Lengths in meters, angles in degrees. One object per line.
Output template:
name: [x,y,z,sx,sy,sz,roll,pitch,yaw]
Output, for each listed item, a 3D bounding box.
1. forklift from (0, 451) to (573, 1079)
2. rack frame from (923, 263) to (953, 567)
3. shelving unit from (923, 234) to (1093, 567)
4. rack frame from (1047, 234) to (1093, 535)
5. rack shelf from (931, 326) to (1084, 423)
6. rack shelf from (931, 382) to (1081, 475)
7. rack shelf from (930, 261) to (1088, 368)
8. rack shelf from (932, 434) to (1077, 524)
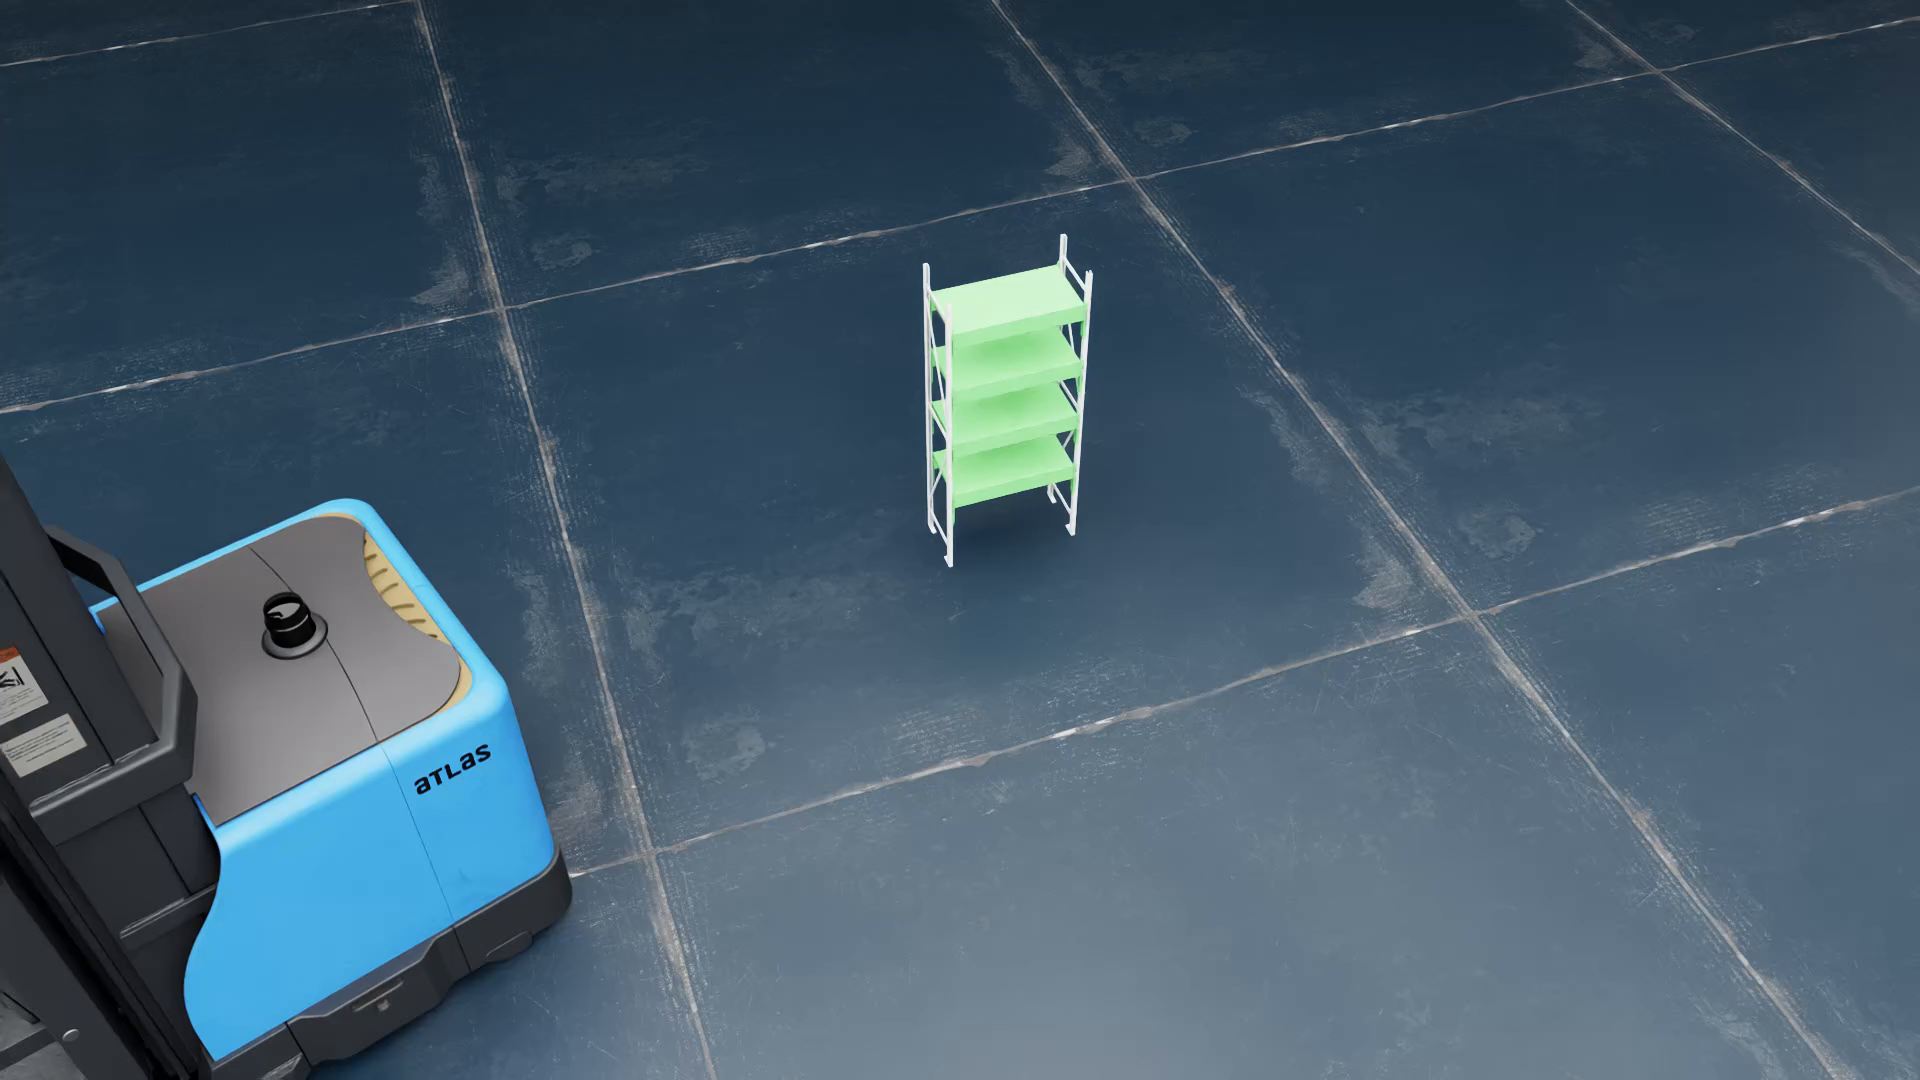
forklift: [-2.654,0.486,3.696,3.031,2.935,1.130,-29,52,-26]
rack frame: [-0.074,-0.405,5.806,0.015,1.200,0.240,-14,47,-14]
shelving unit: [0.156,-0.463,5.865,0.503,1.200,0.258,-14,47,-14]
rack frame: [0.385,-0.522,5.923,0.015,1.200,0.240,-14,47,-14]
rack shelf: [0.156,-0.588,5.740,0.480,0.148,0.258,-14,47,-14]
rack shelf: [0.156,-0.418,5.910,0.480,0.148,0.258,-14,47,-14]
rack shelf: [0.156,-0.757,5.570,0.480,0.148,0.258,-14,47,-14]
rack shelf: [0.156,-0.249,6.080,0.480,0.148,0.258,-14,47,-14]
